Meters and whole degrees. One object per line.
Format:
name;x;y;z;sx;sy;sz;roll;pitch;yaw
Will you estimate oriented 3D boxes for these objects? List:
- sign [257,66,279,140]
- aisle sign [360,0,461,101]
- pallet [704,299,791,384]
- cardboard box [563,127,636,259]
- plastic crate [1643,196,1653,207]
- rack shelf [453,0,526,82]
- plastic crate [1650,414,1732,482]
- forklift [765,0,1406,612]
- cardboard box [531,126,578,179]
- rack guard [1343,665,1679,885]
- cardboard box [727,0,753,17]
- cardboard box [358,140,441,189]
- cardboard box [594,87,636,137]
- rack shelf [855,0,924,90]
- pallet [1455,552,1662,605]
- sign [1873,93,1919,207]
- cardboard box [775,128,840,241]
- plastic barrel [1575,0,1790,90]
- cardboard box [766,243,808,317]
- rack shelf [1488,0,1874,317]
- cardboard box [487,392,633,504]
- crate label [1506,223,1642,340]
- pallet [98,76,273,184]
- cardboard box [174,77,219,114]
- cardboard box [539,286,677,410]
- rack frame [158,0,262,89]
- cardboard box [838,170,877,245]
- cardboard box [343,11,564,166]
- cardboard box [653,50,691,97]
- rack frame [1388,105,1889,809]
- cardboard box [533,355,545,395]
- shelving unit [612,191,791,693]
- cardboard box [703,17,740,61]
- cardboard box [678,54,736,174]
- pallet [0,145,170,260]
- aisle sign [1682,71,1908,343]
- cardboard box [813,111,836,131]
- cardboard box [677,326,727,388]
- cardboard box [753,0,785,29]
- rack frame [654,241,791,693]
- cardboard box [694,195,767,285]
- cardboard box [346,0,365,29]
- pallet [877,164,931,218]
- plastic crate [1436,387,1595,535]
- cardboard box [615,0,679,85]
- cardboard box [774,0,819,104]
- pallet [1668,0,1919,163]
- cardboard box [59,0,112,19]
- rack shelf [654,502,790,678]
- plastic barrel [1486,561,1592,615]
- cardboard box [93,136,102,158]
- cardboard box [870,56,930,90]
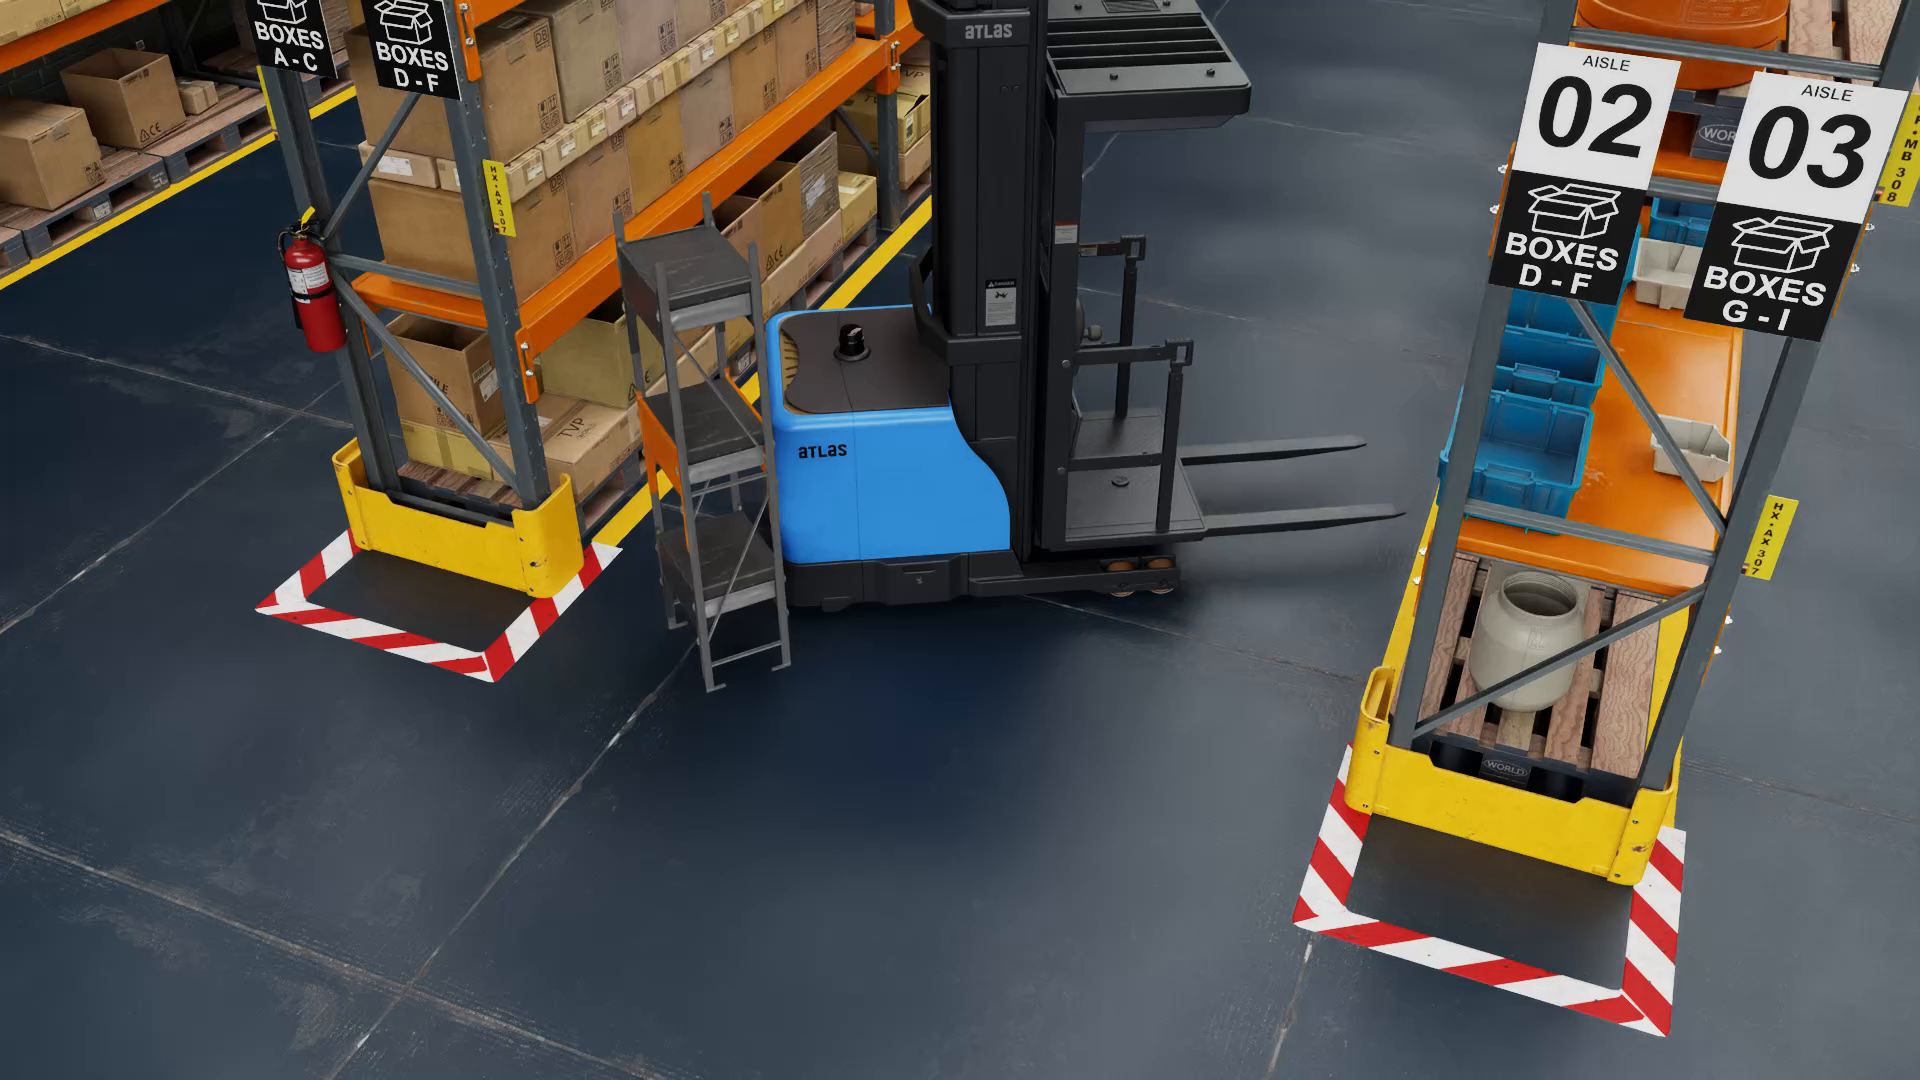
sign;-2.900;-1.844;7.047;0.100;0.325;0.005;14;39;18
aisle sign;-2.145;-2.089;6.368;0.394;0.787;0.004;14;39;18
pallet;-1.686;-1.143;9.603;1.003;0.211;1.213;14;39;18
cardboard box;-2.019;-1.742;7.991;0.700;0.500;0.500;15;39;19
plastic crate;3.381;-1.953;8.409;0.767;0.338;0.504;14;39;18
rack shelf;-1.643;-3.175;8.087;1.077;0.370;4.000;14;39;18
plastic crate;2.814;-0.340;6.420;0.298;0.136;0.250;14;39;18
forklift;0.619;-1.218;7.431;3.031;2.935;1.130;-4;37;-5
cardboard box;-1.957;-1.769;7.486;0.380;0.149;0.250;13;39;17
rack guard;2.161;0.925;6.595;1.175;0.500;0.348;14;39;18
cardboard box;-1.427;-3.124;8.757;0.700;0.500;0.500;14;39;18
cardboard box;-2.435;-1.709;7.406;0.380;0.149;0.250;13;39;17
cardboard box;-1.763;-2.046;7.857;0.380;0.149;0.250;13;39;17
rack shelf;-0.121;-4.188;11.948;1.077;0.370;4.000;14;39;18
pallet;2.941;-0.081;8.182;1.003;0.211;1.213;14;39;18
sign;2.683;-1.101;4.705;0.100;0.325;0.005;14;39;18
cardboard box;-1.057;-2.155;9.948;0.500;0.500;0.500;14;39;18
plastic barrel;2.243;-1.863;5.023;0.600;0.830;0.708;14;39;18
cardboard box;-1.232;-1.574;9.797;0.500;0.250;0.500;14;39;18
rack shelf;2.937;-2.044;6.575;1.077;0.370;4.000;14;39;18
cardboard box;-1.994;-0.467;8.316;0.500;0.250;0.500;14;39;18
crate label;2.626;-1.119;7.212;0.502;0.435;0.616;14;39;18
pallet;-5.687;-2.998;12.085;1.003;0.211;1.213;14;39;18
cardboard box;-5.640;-3.234;12.070;0.380;0.166;0.250;9;38;12
cardboard box;-1.805;-1.045;8.462;0.500;0.500;0.500;14;39;18
rack frame;-5.464;-4.495;11.759;1.000;3.000;0.127;14;39;18
cardboard box;-0.856;-2.129;10.539;0.500;0.250;0.500;14;39;18
cardboard box;-2.194;-1.999;7.251;0.700;0.500;0.500;14;39;18
cardboard box;-1.567;-2.336;8.244;0.380;0.149;0.250;13;39;17
rack frame;2.176;-0.024;5.776;1.000;3.000;0.127;14;39;18
cardboard box;-2.294;-0.865;8.847;0.500;0.250;0.500;14;39;18
shelving unit;-1.055;-0.353;6.969;0.431;2.100;0.503;-17;40;-22
cardboard box;-1.370;-2.619;8.623;0.380;0.149;0.250;15;39;19
cardboard box;-1.628;-2.308;8.748;0.700;0.500;0.500;15;39;19
pallet;-6.150;-2.321;11.178;1.003;0.211;1.213;14;39;18
aisle sign;2.419;-0.958;4.855;0.394;0.787;0.004;14;39;18
cardboard box;-0.993;-2.950;11.169;0.500;0.311;0.500;14;39;18
cardboard box;-1.616;-1.022;9.057;0.500;0.250;0.500;14;39;18
cardboard box;-1.176;-2.906;9.008;0.380;0.149;0.250;14;39;18
rack frame;-0.942;-0.224;6.796;0.400;2.100;0.015;-17;40;-22
cardboard box;-1.421;-1.598;9.201;0.500;0.500;0.500;14;39;18
cardboard box;-5.049;-4.379;13.324;0.700;0.500;0.500;13;39;17
pallet;-0.637;-2.669;11.644;1.003;0.211;1.213;14;39;18
plastic crate;2.089;-0.309;6.283;0.499;0.251;0.616;14;39;18
cardboard box;-1.808;-2.570;8.016;0.700;0.500;0.500;14;39;18
cardboard box;-1.239;-2.868;9.498;0.700;0.500;0.500;13;39;17
pallet;2.581;-1.585;5.518;1.003;0.211;1.213;14;39;18
cardboard box;-5.738;-3.556;10.610;0.500;0.250;0.500;14;39;17
rack shelf;-1.055;0.218;7.396;0.431;0.518;0.480;-17;40;-22
plastic barrel;2.546;0.145;7.278;0.421;0.512;0.421;0;37;0
cardboard box;-6.091;-2.649;11.302;0.380;0.149;0.250;11;38;14
cardboard box;-0.299;-3.108;11.381;0.500;0.311;0.500;13;39;17
